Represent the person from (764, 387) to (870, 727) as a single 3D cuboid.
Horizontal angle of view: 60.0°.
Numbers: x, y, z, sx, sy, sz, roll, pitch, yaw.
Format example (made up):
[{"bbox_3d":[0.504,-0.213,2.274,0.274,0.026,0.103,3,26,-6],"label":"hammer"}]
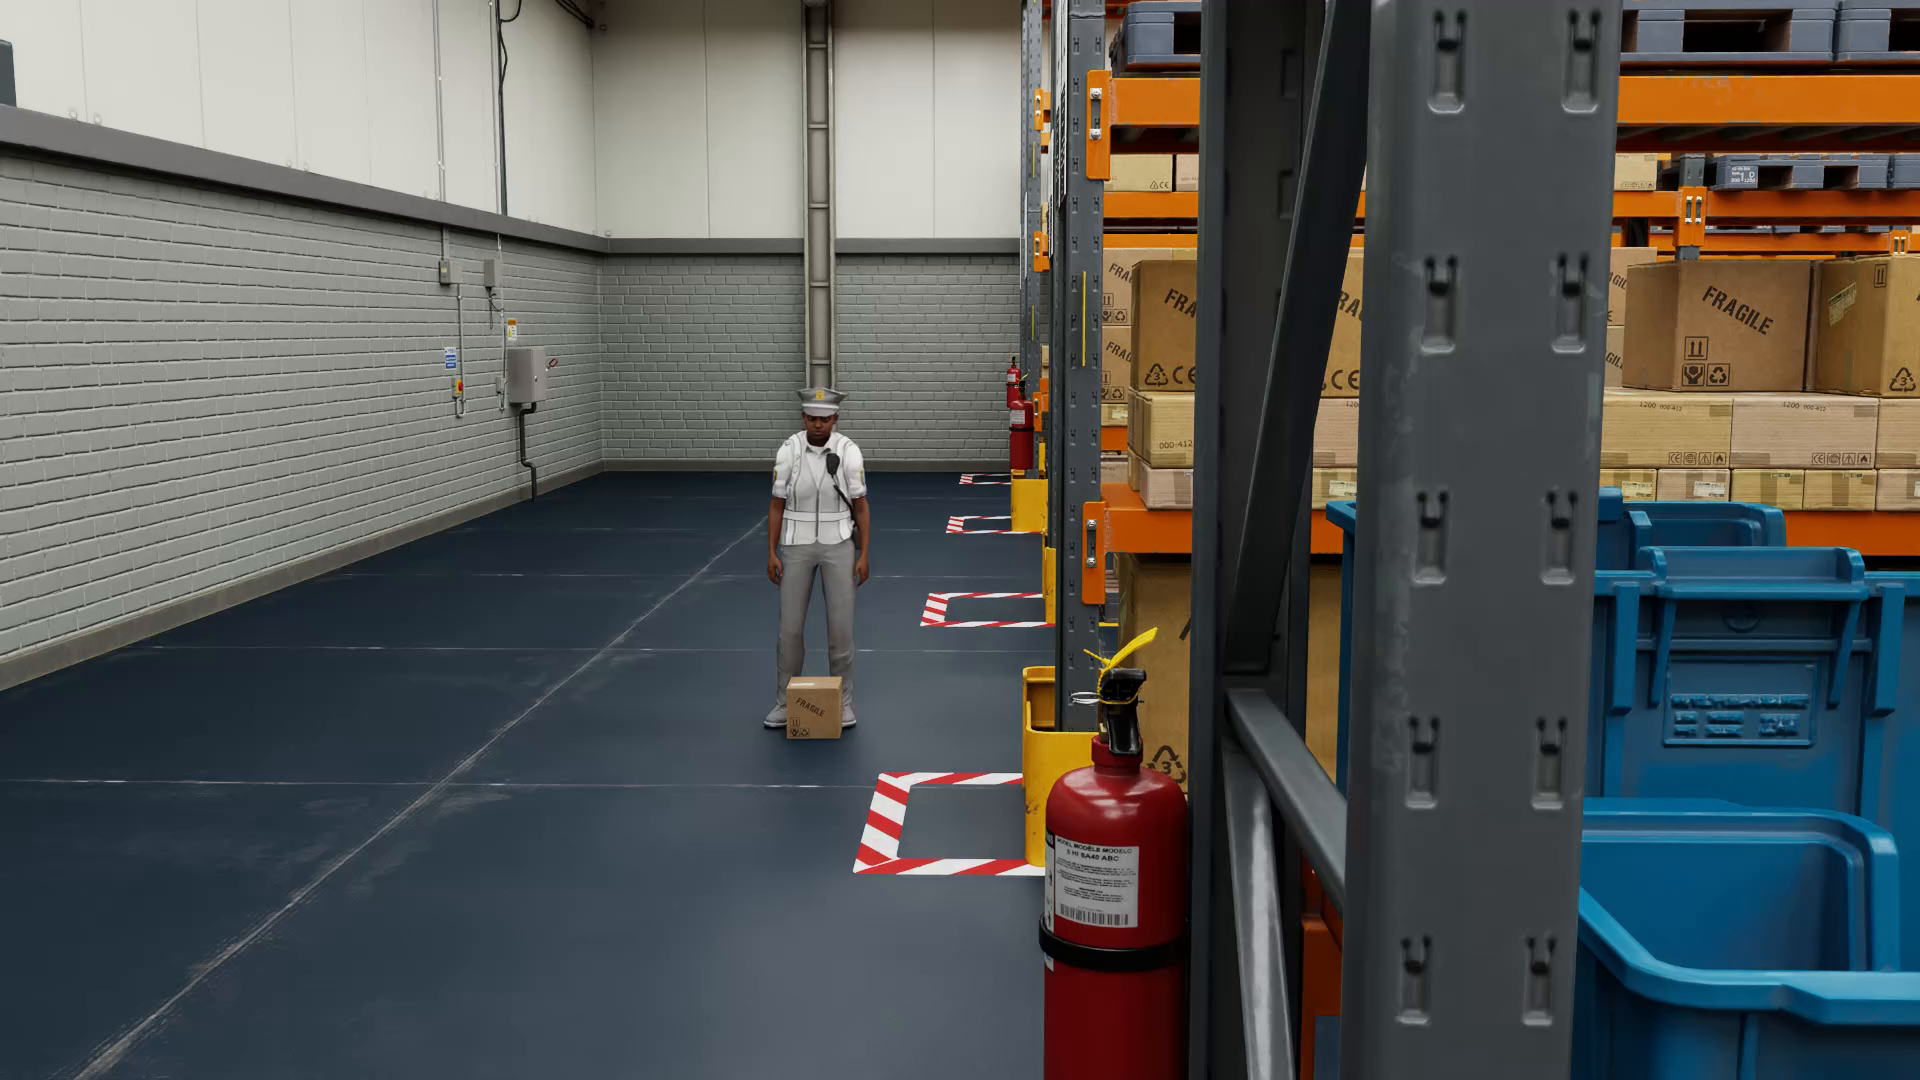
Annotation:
[{"bbox_3d":[-0.702,0.080,8.156,0.521,1.659,0.398,0,7,0],"label":"person"}]
